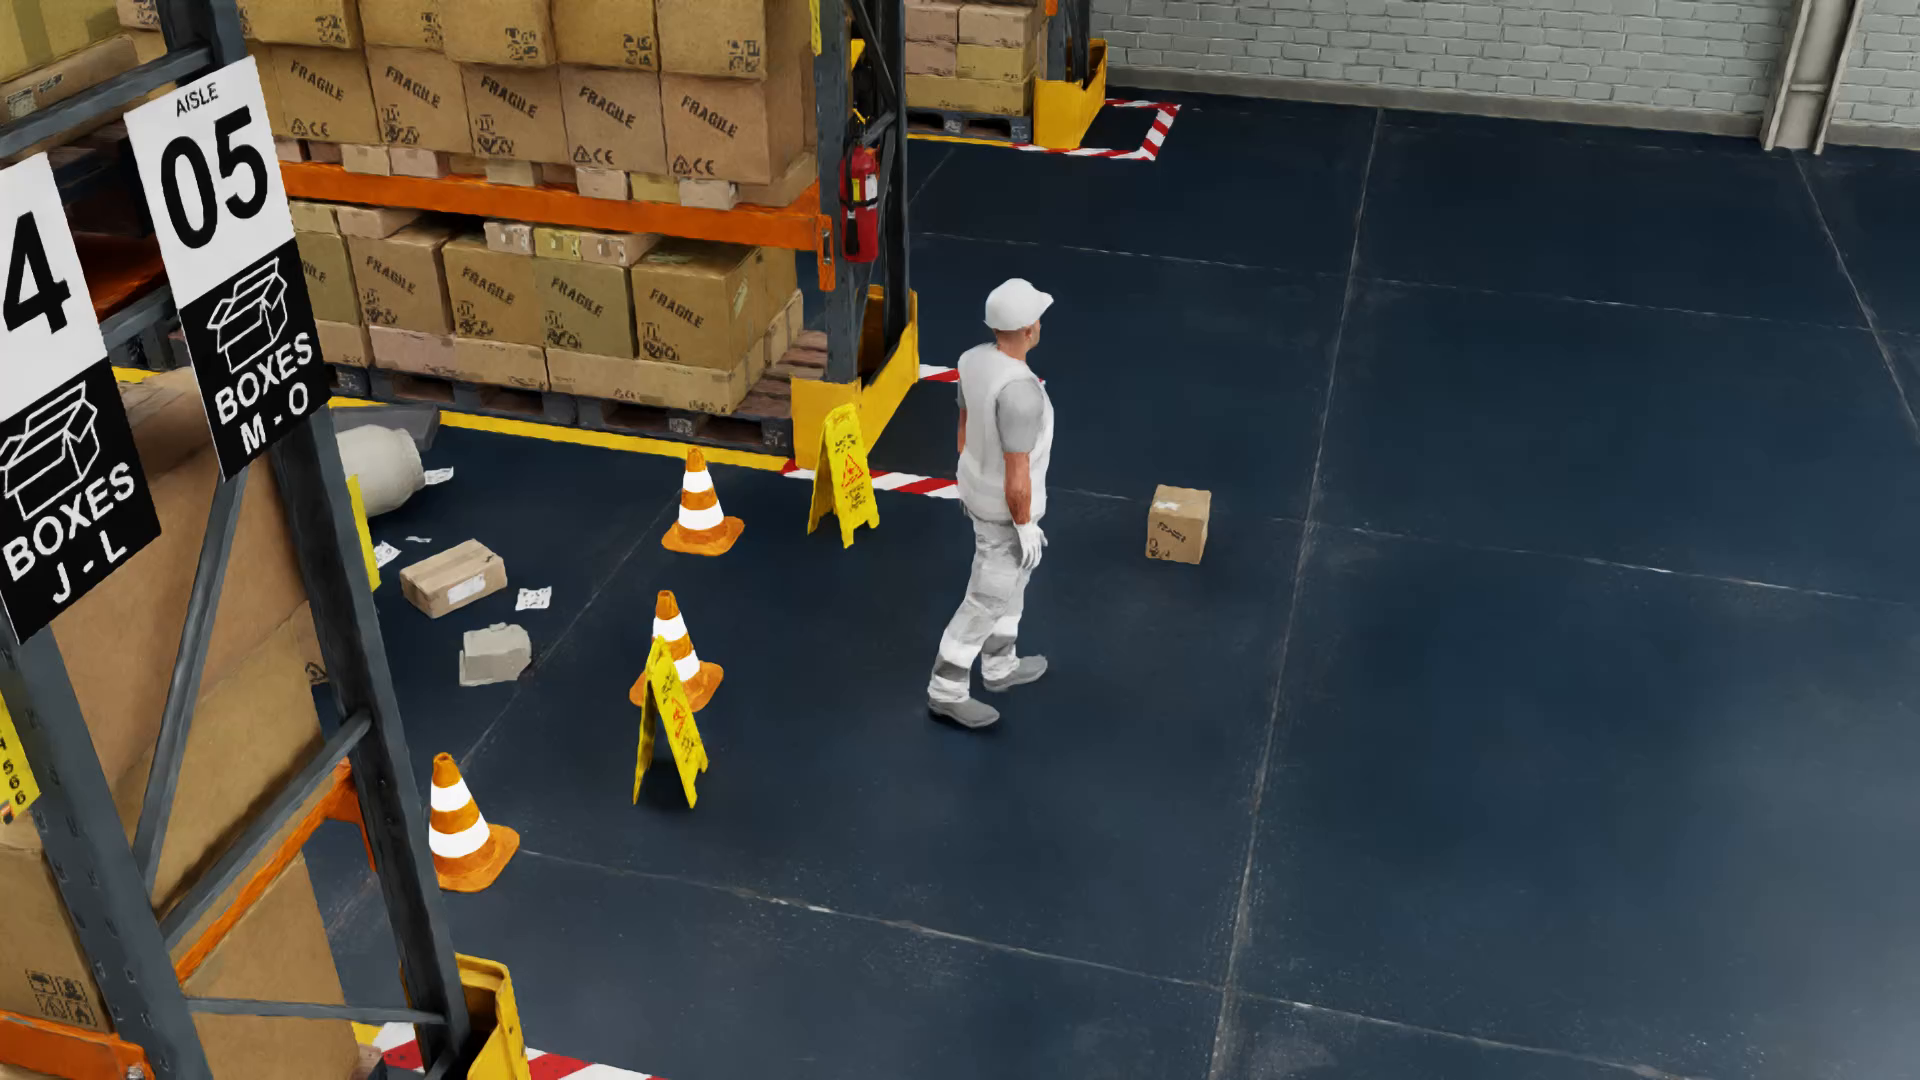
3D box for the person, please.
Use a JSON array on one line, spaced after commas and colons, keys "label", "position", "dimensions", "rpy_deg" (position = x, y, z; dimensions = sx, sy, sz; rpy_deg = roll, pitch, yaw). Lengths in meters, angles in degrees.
[{"label": "person", "position": [0.118, -0.130, 6.325], "dimensions": [0.562, 1.777, 0.580], "rpy_deg": [-10, 34, -15]}]
